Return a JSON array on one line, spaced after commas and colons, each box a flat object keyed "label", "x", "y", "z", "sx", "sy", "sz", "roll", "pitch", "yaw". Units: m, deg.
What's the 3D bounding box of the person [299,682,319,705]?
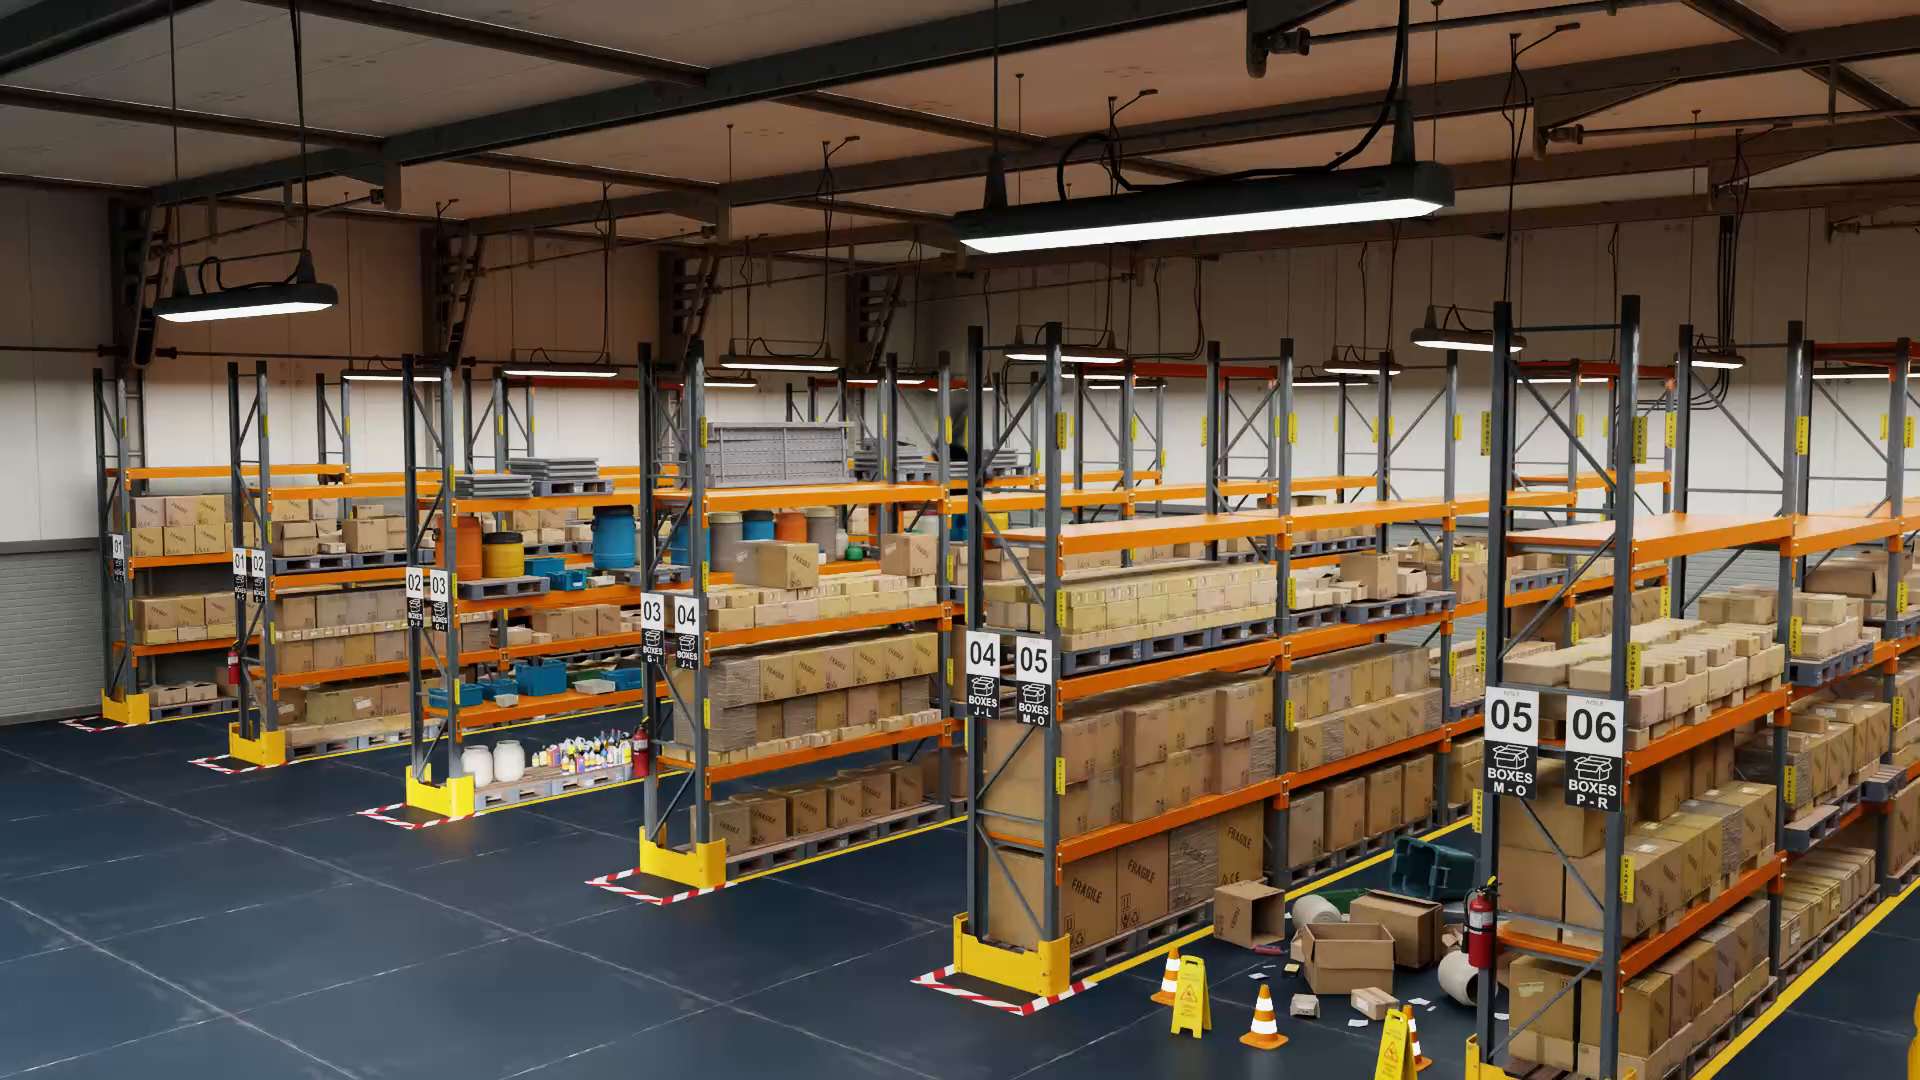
[{"label": "person", "x": -10.890, "y": 2.265, "z": 27.692, "sx": 0.653, "sy": 1.704, "sz": 0.786, "roll": 2, "pitch": 5, "yaw": 28}]
